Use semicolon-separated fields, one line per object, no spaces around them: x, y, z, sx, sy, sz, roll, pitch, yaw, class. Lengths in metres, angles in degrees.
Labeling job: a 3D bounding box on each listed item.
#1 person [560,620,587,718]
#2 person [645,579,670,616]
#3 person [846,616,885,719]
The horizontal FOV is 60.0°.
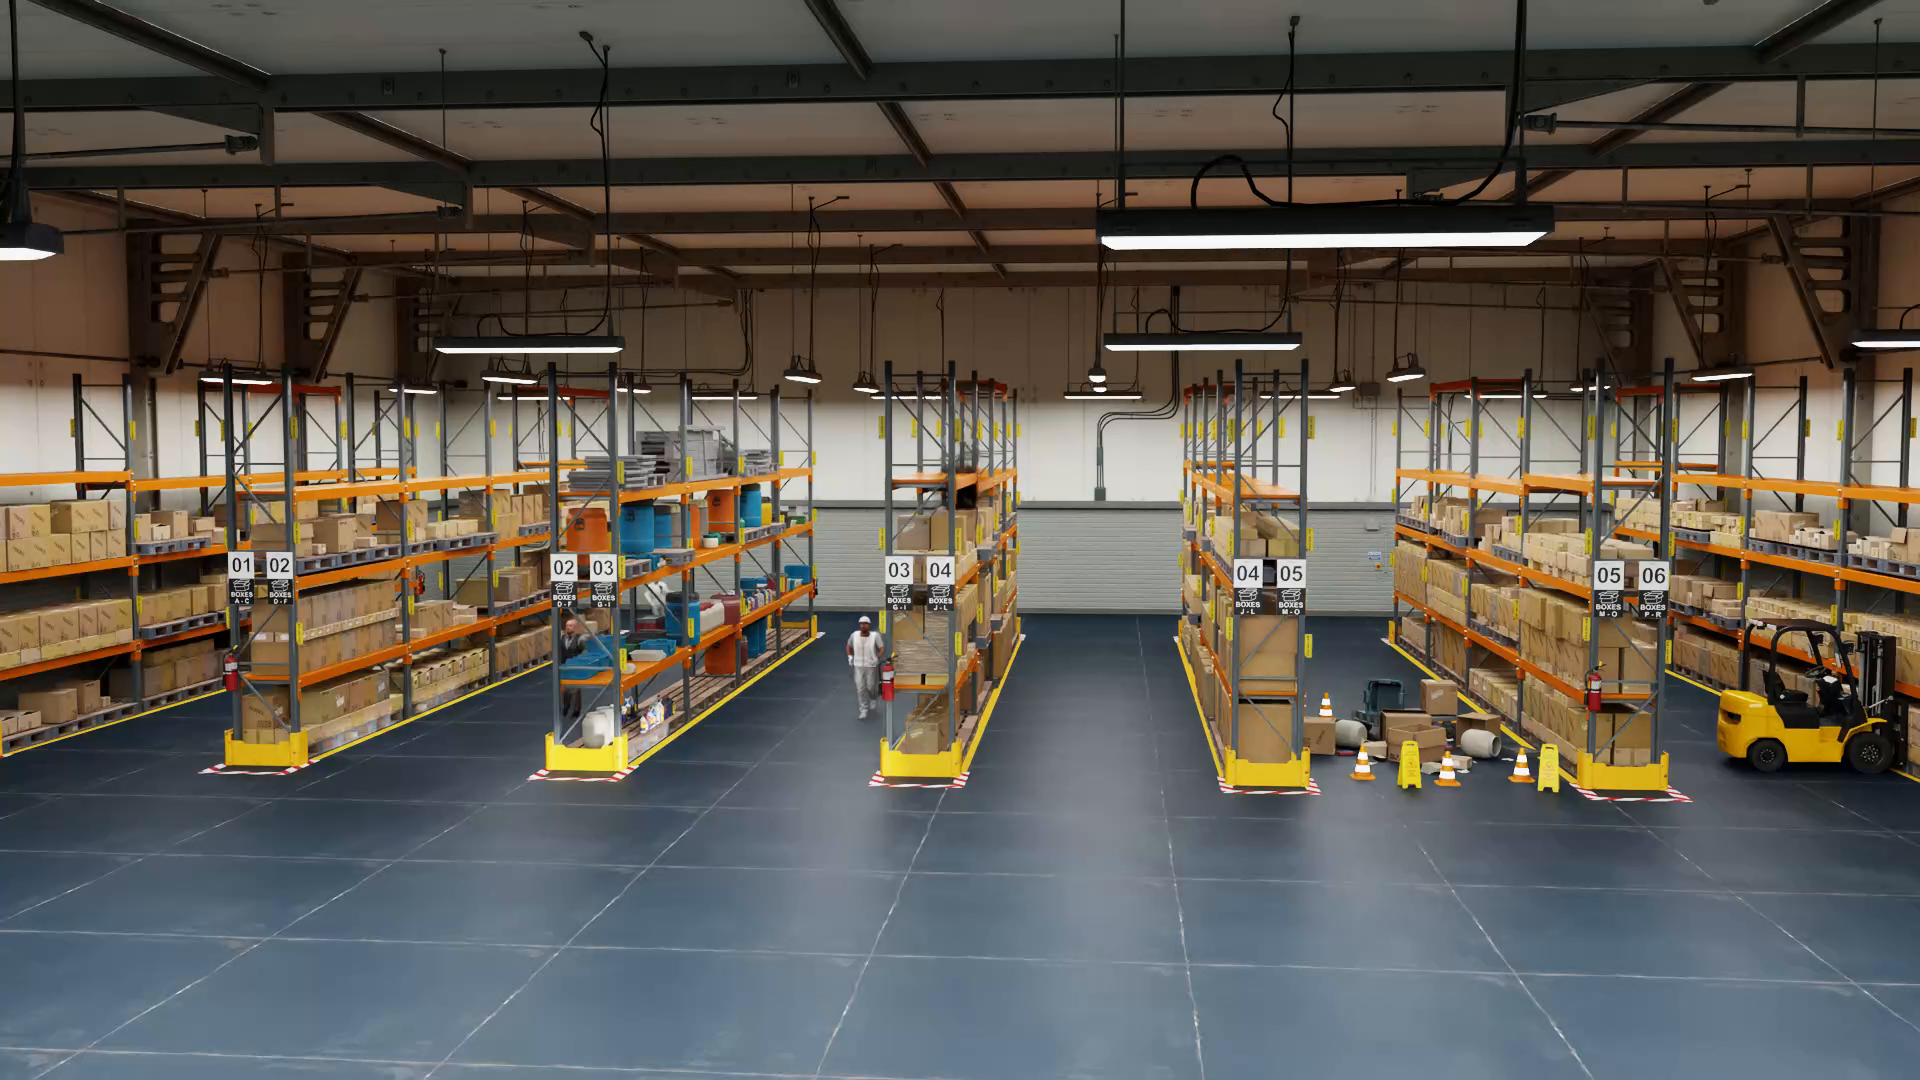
-6.751;2.249;28.883;0.661;1.708;0.677;0;4;3;person
-7.240;1.562;39.802;0.627;1.642;0.556;0;4;-6;person
-1.666;2.207;29.104;0.690;1.760;0.733;0;4;6;person
